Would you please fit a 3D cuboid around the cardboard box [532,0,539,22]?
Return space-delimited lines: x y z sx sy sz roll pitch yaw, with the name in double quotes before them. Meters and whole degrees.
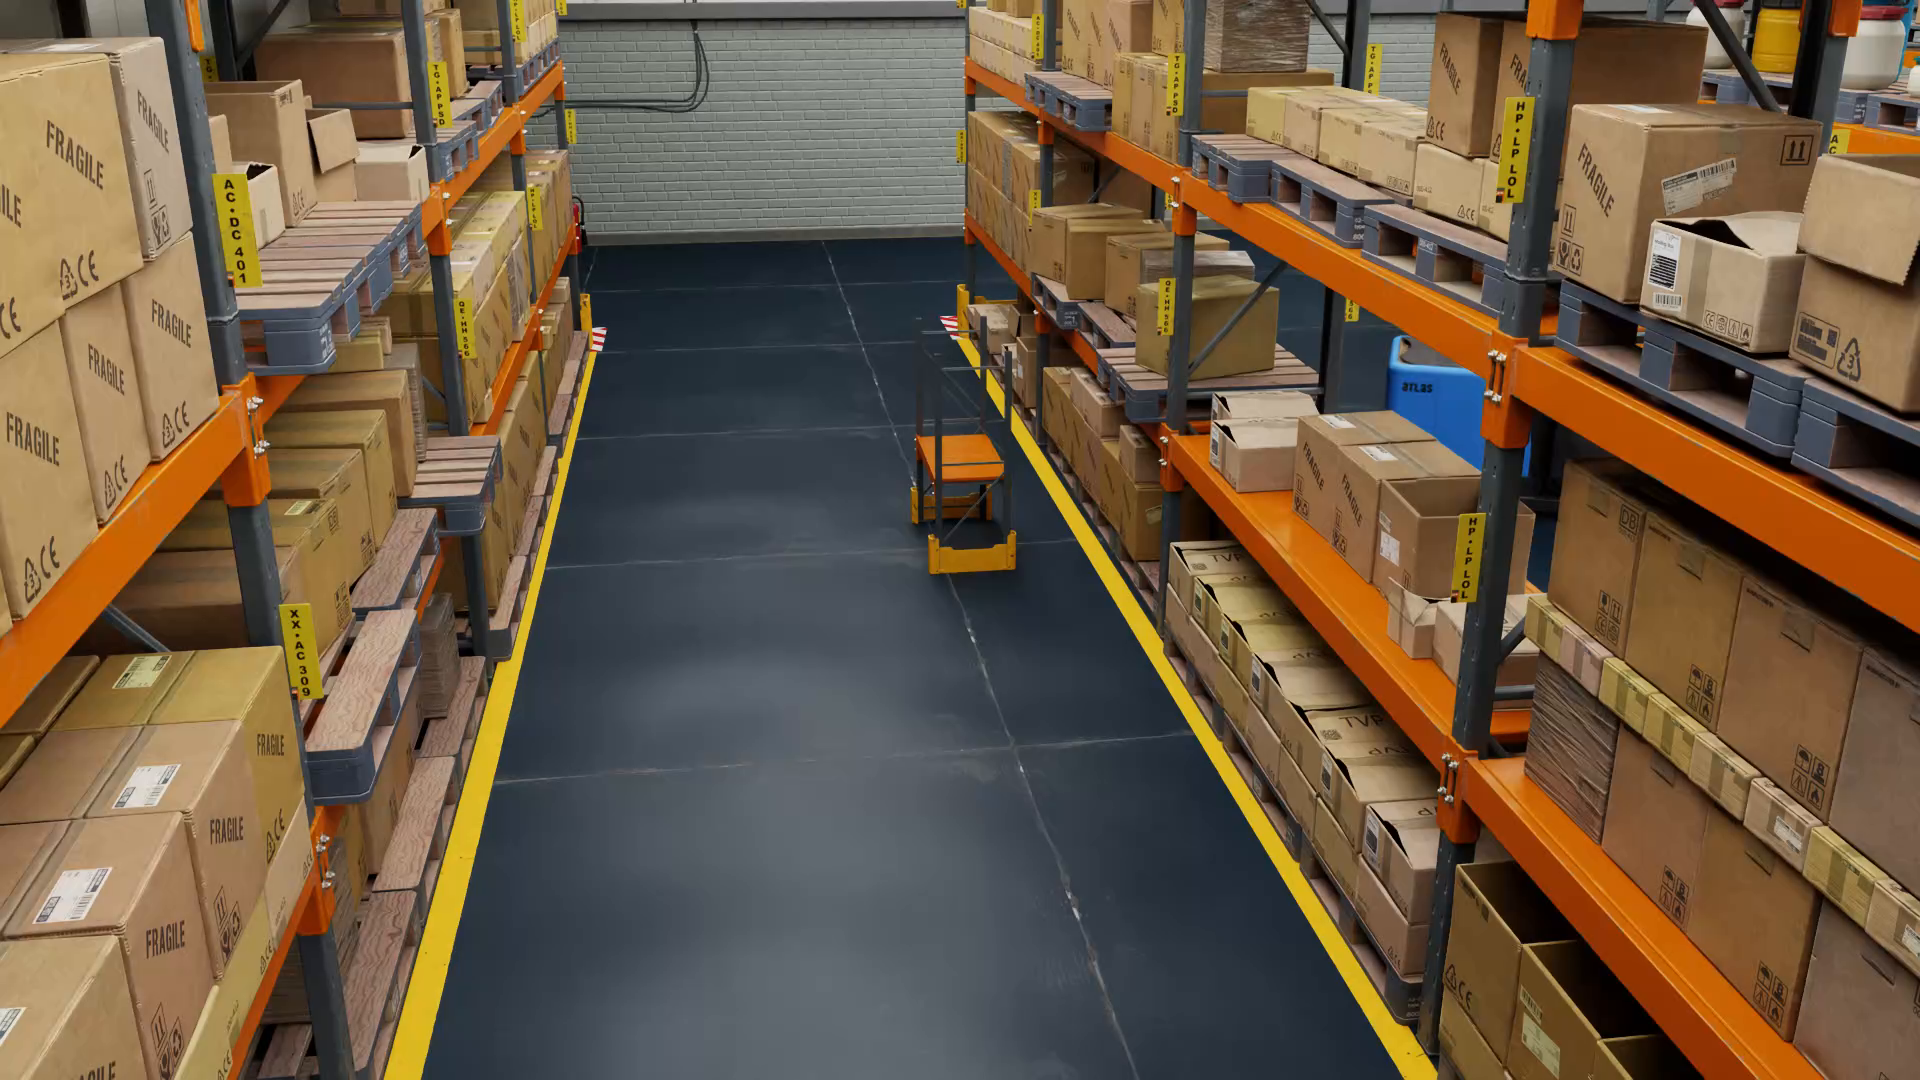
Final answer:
"cardboard box" -3.751 -4.520 13.642 0.500 0.500 0.500 -3 21 -7

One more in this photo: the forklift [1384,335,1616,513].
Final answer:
"forklift" 4.690 -1.668 11.993 3.031 2.935 1.130 6 21 15

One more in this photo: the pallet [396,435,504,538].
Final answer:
"pallet" -2.985 -0.264 8.411 1.213 0.211 1.003 -3 21 -8

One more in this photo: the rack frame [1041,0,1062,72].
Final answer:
"rack frame" 1.132 -5.042 12.354 1.000 3.000 0.127 -3 21 -8

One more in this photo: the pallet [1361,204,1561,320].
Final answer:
"pallet" 2.145 -1.082 6.312 0.805 0.209 1.217 -4 21 -10

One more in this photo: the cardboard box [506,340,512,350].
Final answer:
"cardboard box" -3.322 -1.415 11.547 0.380 0.149 0.250 -3 21 -8

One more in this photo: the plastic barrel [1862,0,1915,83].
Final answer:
"plastic barrel" 6.432 -3.734 11.822 0.600 0.901 0.708 -3 21 -8

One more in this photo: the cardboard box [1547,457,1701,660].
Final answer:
"cardboard box" 2.356 0.037 5.333 0.700 0.500 0.500 -3 21 -7

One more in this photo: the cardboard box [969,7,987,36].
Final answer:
"cardboard box" 0.372 -4.995 16.014 0.500 0.250 0.500 -3 21 -8

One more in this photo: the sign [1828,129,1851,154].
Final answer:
"sign" 2.834 -1.175 5.435 0.100 0.325 0.005 -3 21 -8

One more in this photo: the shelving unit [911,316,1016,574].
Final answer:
"shelving unit" 0.011 -0.676 11.383 0.587 1.500 1.083 -3 21 -8

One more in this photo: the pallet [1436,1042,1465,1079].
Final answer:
"pallet" 2.358 2.122 5.733 1.003 0.211 1.213 -3 21 -8

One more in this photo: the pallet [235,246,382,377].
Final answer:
"pallet" -2.600 -0.747 5.410 1.213 0.211 1.003 -3 21 -8

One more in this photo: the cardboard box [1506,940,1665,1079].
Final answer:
"cardboard box" 2.122 1.627 5.330 0.500 0.500 0.500 -3 21 -8

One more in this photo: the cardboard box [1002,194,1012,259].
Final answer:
"cardboard box" 0.654 -2.795 14.769 0.500 0.500 0.500 -2 21 -7

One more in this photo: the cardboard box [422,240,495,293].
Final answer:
"cardboard box" -3.157 -1.672 10.236 0.500 0.250 0.500 -3 21 -7

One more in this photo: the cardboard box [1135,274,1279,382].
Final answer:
"cardboard box" 1.506 -1.303 10.173 0.700 0.500 0.500 -10 23 -26

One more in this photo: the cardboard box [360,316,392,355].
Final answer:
"cardboard box" -3.113 -1.034 8.500 0.380 0.149 0.250 -6 21 -15

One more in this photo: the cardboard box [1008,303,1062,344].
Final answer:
"cardboard box" 0.856 -1.918 15.505 0.797 0.503 0.637 -3 21 -8

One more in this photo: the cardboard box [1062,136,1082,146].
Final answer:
"cardboard box" 1.194 -3.281 14.641 0.500 0.500 0.500 -4 21 -9

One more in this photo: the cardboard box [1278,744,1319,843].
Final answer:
"cardboard box" 1.793 1.148 7.684 0.500 0.250 0.500 -2 21 -7

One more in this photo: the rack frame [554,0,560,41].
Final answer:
"rack frame" -4.346 -6.176 15.390 1.000 3.000 0.127 -3 21 -8

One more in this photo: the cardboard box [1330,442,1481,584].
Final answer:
"cardboard box" 2.043 -0.131 7.637 0.500 0.500 0.500 -3 21 -8

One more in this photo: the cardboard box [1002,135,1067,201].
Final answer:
"cardboard box" 0.654 -3.261 14.587 0.500 0.500 0.500 -3 21 -7

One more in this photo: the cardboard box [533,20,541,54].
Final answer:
"cardboard box" -3.749 -4.166 13.767 0.500 0.250 0.500 -3 21 -9

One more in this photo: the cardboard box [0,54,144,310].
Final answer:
"cardboard box" -2.186 -0.790 3.657 0.500 0.500 0.500 -2 21 -5

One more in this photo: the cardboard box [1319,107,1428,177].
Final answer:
"cardboard box" 1.995 -1.845 7.695 0.500 0.250 0.500 -3 21 -9

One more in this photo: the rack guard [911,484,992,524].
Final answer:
"rack guard" -0.061 -0.263 12.063 0.587 0.250 0.087 -3 21 -8

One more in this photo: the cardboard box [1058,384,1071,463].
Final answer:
"cardboard box" 1.049 -0.903 12.790 0.500 0.500 0.500 -3 21 -7

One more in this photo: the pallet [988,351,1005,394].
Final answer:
"pallet" 0.855 -1.586 15.662 1.003 0.211 1.213 -3 21 -8

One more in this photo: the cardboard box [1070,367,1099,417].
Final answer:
"cardboard box" 1.105 -1.092 12.225 0.500 0.250 0.500 -3 21 -8

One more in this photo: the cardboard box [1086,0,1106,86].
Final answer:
"cardboard box" 1.251 -3.519 11.677 0.600 0.600 0.600 -3 21 -8

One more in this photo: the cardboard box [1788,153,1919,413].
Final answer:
"cardboard box" 2.398 -0.601 3.803 0.797 0.503 0.637 -1 20 -2

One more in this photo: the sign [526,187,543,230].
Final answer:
"sign" -3.234 -2.516 12.625 0.100 0.325 0.005 -3 21 -8

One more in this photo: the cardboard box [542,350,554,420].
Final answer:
"cardboard box" -3.776 -1.270 13.802 0.700 0.500 0.500 -3 21 -7

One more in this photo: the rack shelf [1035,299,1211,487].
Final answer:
"rack shelf" 1.420 -1.202 11.676 1.077 0.370 4.000 -3 21 -8

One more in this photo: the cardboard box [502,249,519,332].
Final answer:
"cardboard box" -3.306 -1.678 11.326 0.500 0.500 0.500 -3 21 -8

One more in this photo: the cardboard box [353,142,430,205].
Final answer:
"cardboard box" -2.822 -1.733 7.880 0.500 0.311 0.500 -3 21 -8

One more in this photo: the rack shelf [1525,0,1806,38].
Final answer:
"rack shelf" 1.997 -2.440 6.988 1.077 0.370 4.000 -3 21 -8

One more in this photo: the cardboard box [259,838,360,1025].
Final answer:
"cardboard box" -2.739 1.500 6.356 0.700 0.500 0.500 -2 21 -6

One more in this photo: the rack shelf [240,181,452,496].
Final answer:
"rack shelf" -2.904 -0.971 6.770 1.077 0.370 4.000 -3 21 -8

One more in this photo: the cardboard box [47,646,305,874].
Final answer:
"cardboard box" -2.242 0.647 4.810 0.500 0.500 0.500 -3 21 -8

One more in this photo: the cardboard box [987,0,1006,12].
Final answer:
"cardboard box" 0.634 -5.182 15.446 0.700 0.500 0.500 -3 21 -8

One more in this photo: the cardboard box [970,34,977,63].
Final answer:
"cardboard box" 0.378 -4.761 16.103 0.500 0.250 0.500 -3 21 -8

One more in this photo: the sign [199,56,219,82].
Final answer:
"sign" -3.743 -2.255 8.327 0.100 0.325 0.005 -3 21 -8

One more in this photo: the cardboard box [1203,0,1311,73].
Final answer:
"cardboard box" 1.652 -2.918 9.384 0.500 0.500 0.500 -3 21 -8

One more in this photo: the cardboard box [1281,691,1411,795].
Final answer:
"cardboard box" 1.792 0.888 7.578 0.500 0.311 0.500 -3 21 -8

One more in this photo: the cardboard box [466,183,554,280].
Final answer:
"cardboard box" -3.931 -2.563 13.861 0.980 0.700 0.700 -3 21 -9

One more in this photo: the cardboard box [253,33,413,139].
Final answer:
"cardboard box" -3.318 -2.415 8.837 0.700 0.500 0.500 -5 21 -12

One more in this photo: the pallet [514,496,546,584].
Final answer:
"pallet" -3.404 0.013 11.381 1.003 0.211 1.213 -3 21 -8

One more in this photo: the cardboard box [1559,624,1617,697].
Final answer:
"cardboard box" 2.169 0.377 5.349 0.380 0.149 0.250 -3 21 -7

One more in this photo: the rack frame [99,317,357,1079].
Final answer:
"rack frame" -2.616 0.789 5.315 1.000 3.000 0.127 -3 21 -8

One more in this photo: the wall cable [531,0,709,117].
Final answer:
"wall cable" -4.808 -6.697 21.225 3.097 2.526 0.112 -3 21 -8
